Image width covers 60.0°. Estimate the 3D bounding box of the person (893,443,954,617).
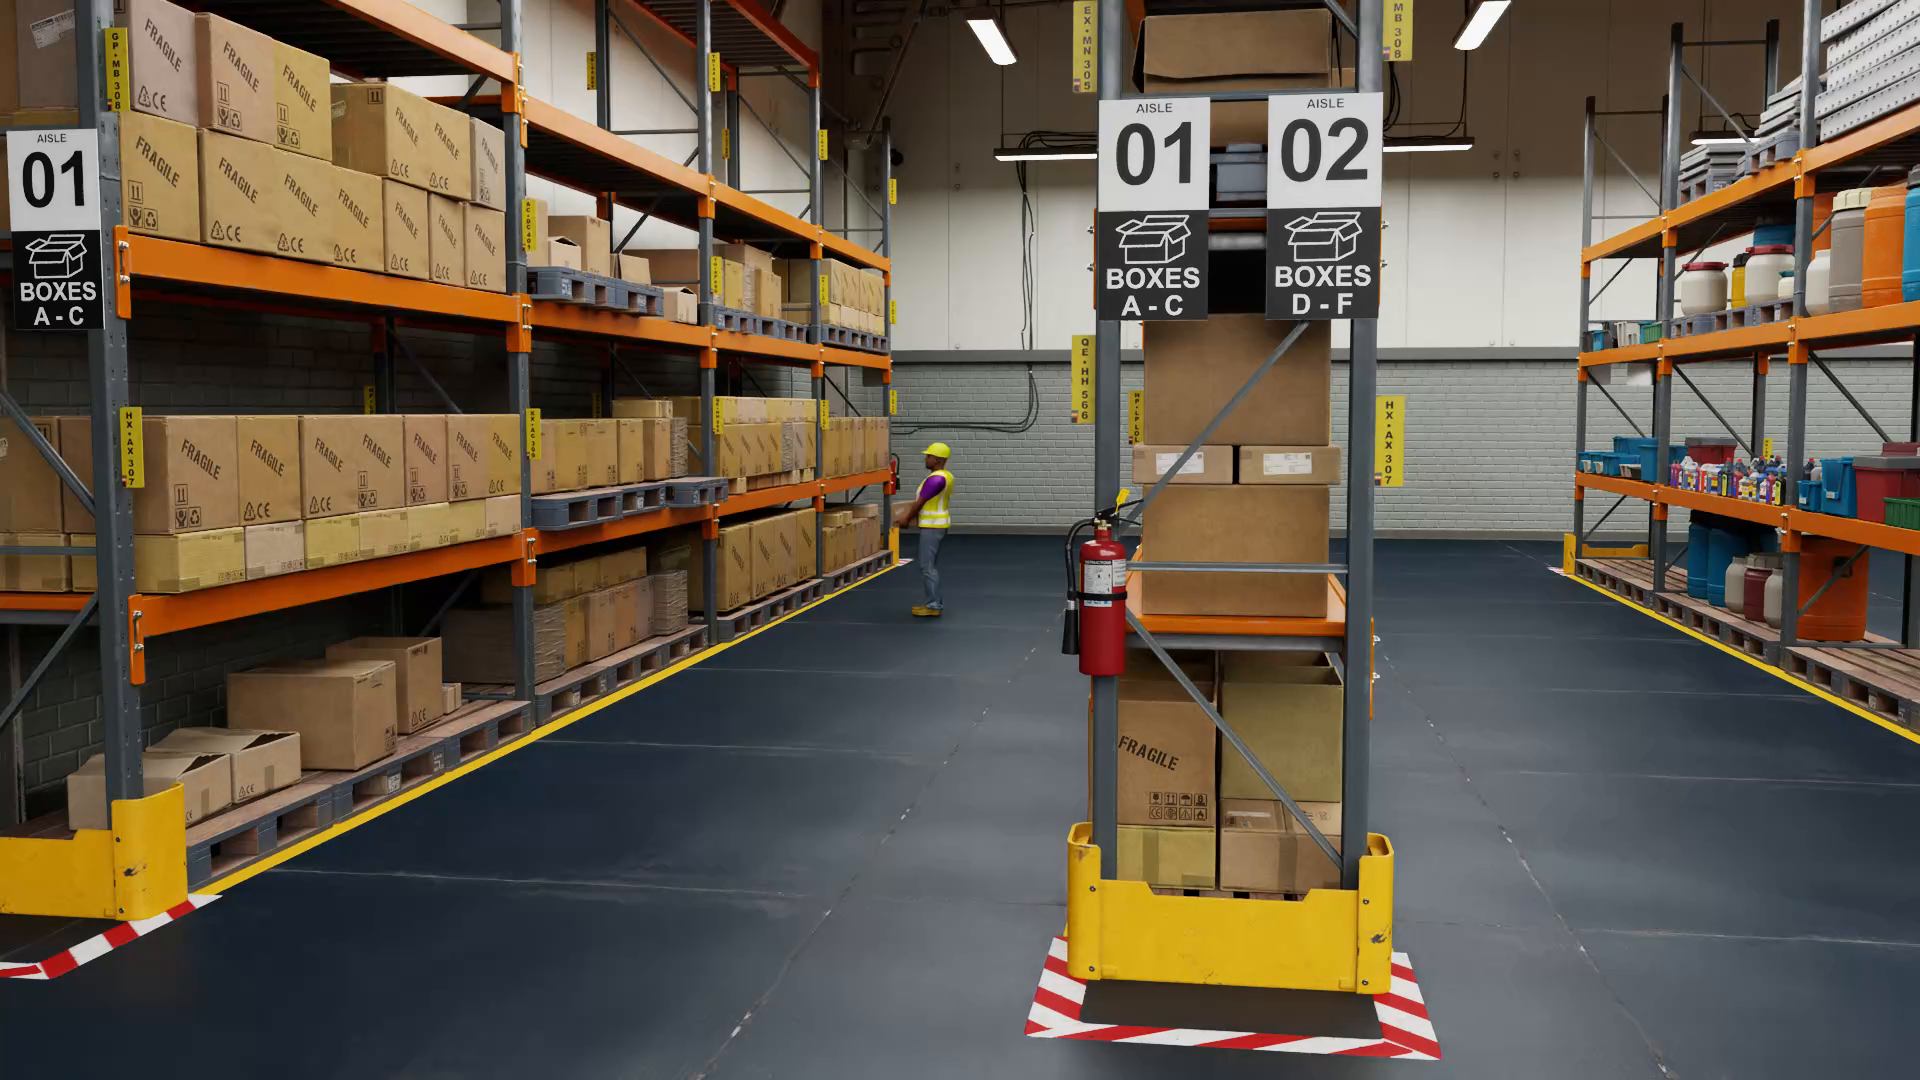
[{"bbox_3d":[-0.373,-0.112,16.979,0.584,1.760,0.503,1,5,10],"label":"person"}]
